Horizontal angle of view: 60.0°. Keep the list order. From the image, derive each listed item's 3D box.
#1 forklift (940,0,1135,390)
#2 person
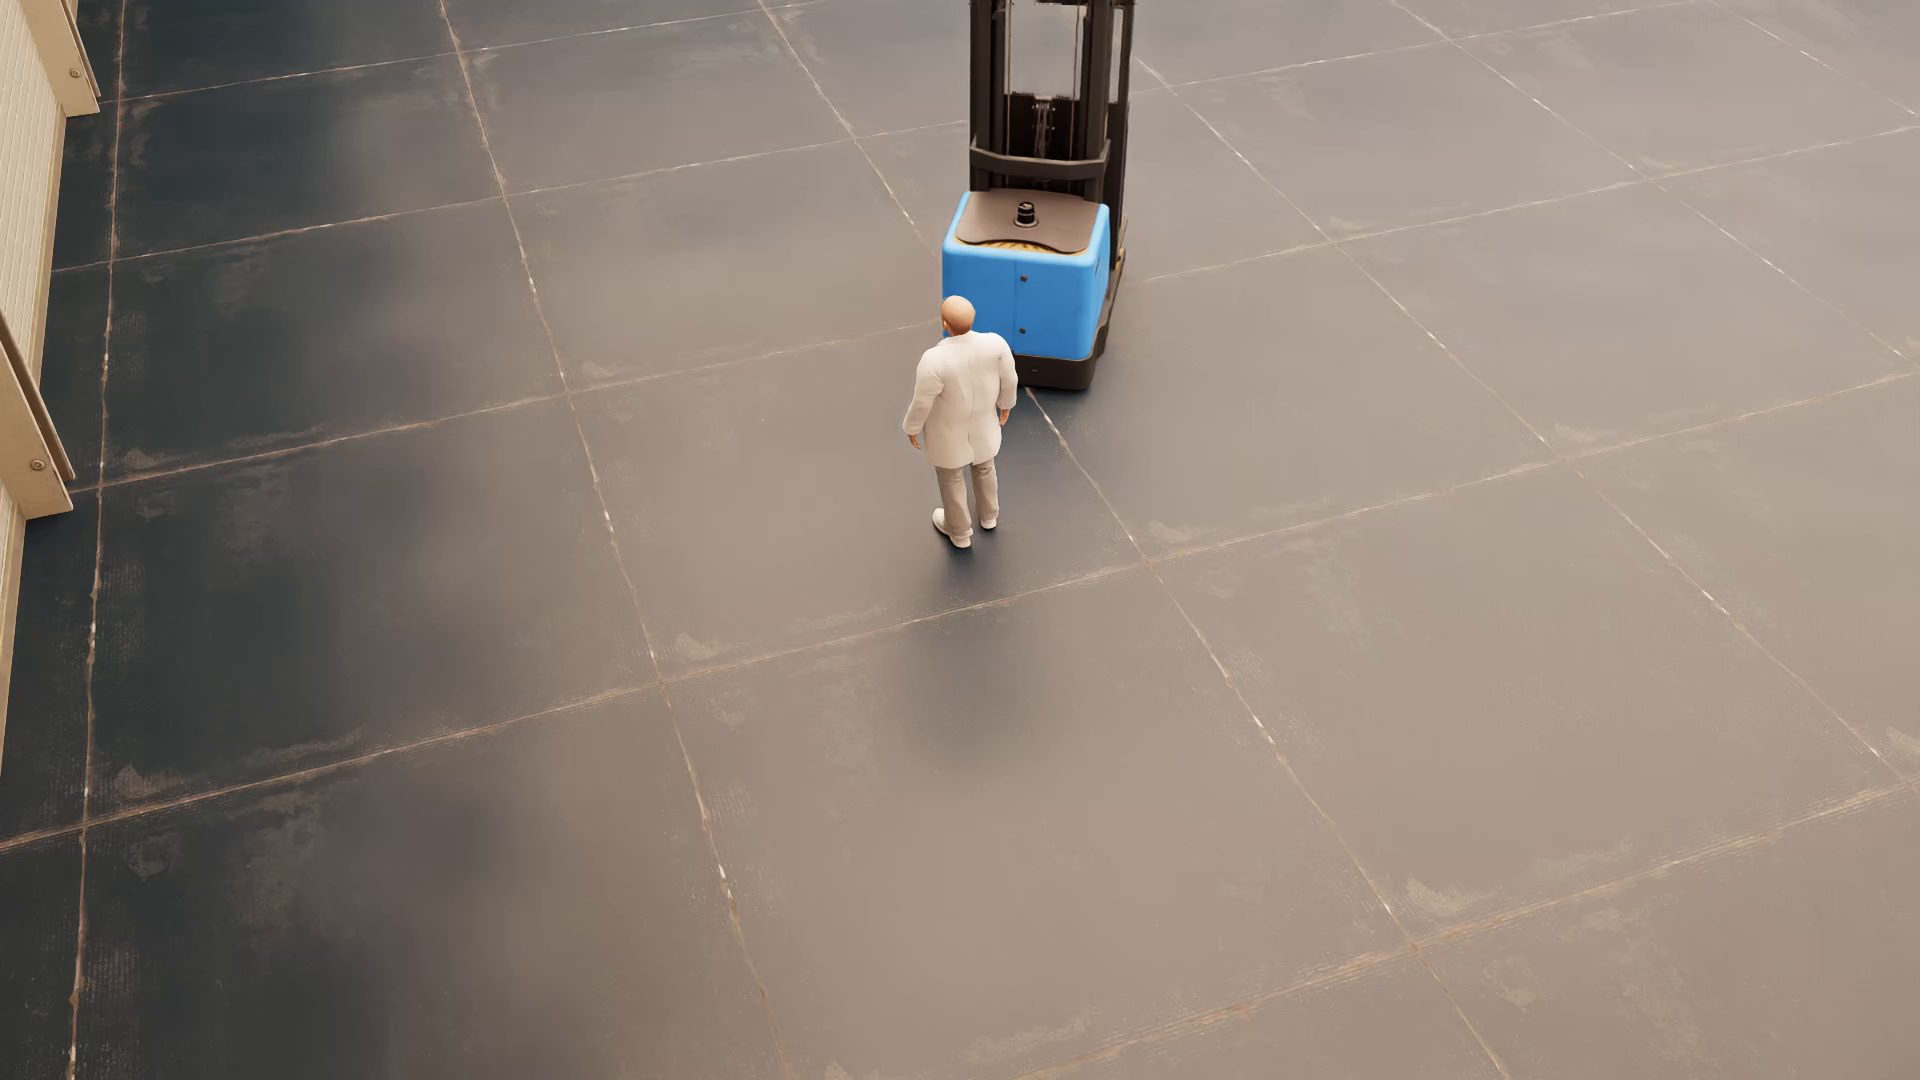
[{"bbox_3d":[0.659,-3.102,11.691,1.130,2.935,3.031,7,41,9],"label":"forklift"},{"bbox_3d":[-0.027,-0.742,9.766,0.696,1.776,0.581,-13,42,-15],"label":"person"}]
